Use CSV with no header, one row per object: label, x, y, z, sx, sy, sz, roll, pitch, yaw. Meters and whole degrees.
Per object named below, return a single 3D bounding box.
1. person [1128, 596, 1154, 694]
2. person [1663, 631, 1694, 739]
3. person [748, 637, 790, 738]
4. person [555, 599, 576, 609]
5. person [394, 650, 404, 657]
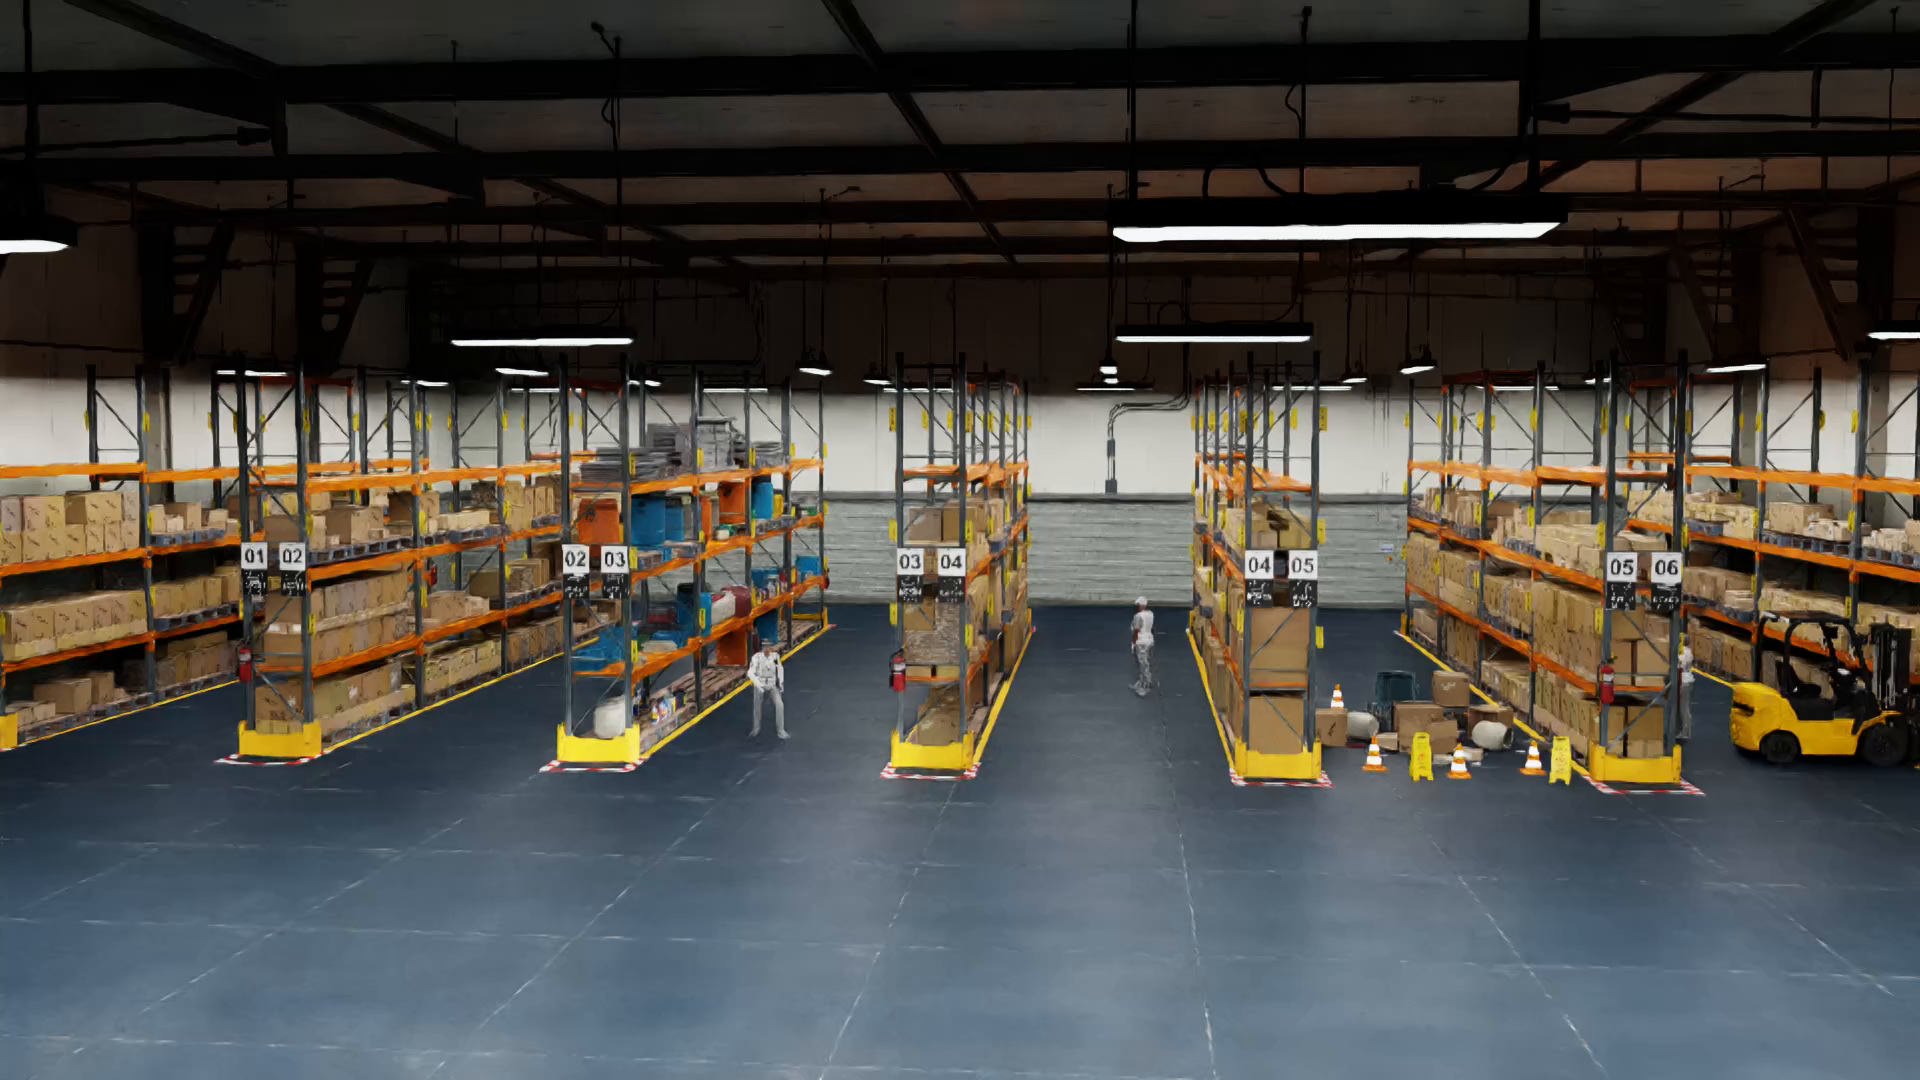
person,3.342,1.916,30.692,0.594,1.782,0.678,2,5,31
person,11.380,2.287,26.324,0.462,1.676,0.498,3,5,36
person,-3.059,2.320,26.324,0.629,1.611,0.773,-1,4,-15
person,-10.335,1.056,43.809,0.638,1.665,0.463,-3,5,-34
person,-11.477,1.763,34.192,0.406,1.600,0.468,-2,4,-24
